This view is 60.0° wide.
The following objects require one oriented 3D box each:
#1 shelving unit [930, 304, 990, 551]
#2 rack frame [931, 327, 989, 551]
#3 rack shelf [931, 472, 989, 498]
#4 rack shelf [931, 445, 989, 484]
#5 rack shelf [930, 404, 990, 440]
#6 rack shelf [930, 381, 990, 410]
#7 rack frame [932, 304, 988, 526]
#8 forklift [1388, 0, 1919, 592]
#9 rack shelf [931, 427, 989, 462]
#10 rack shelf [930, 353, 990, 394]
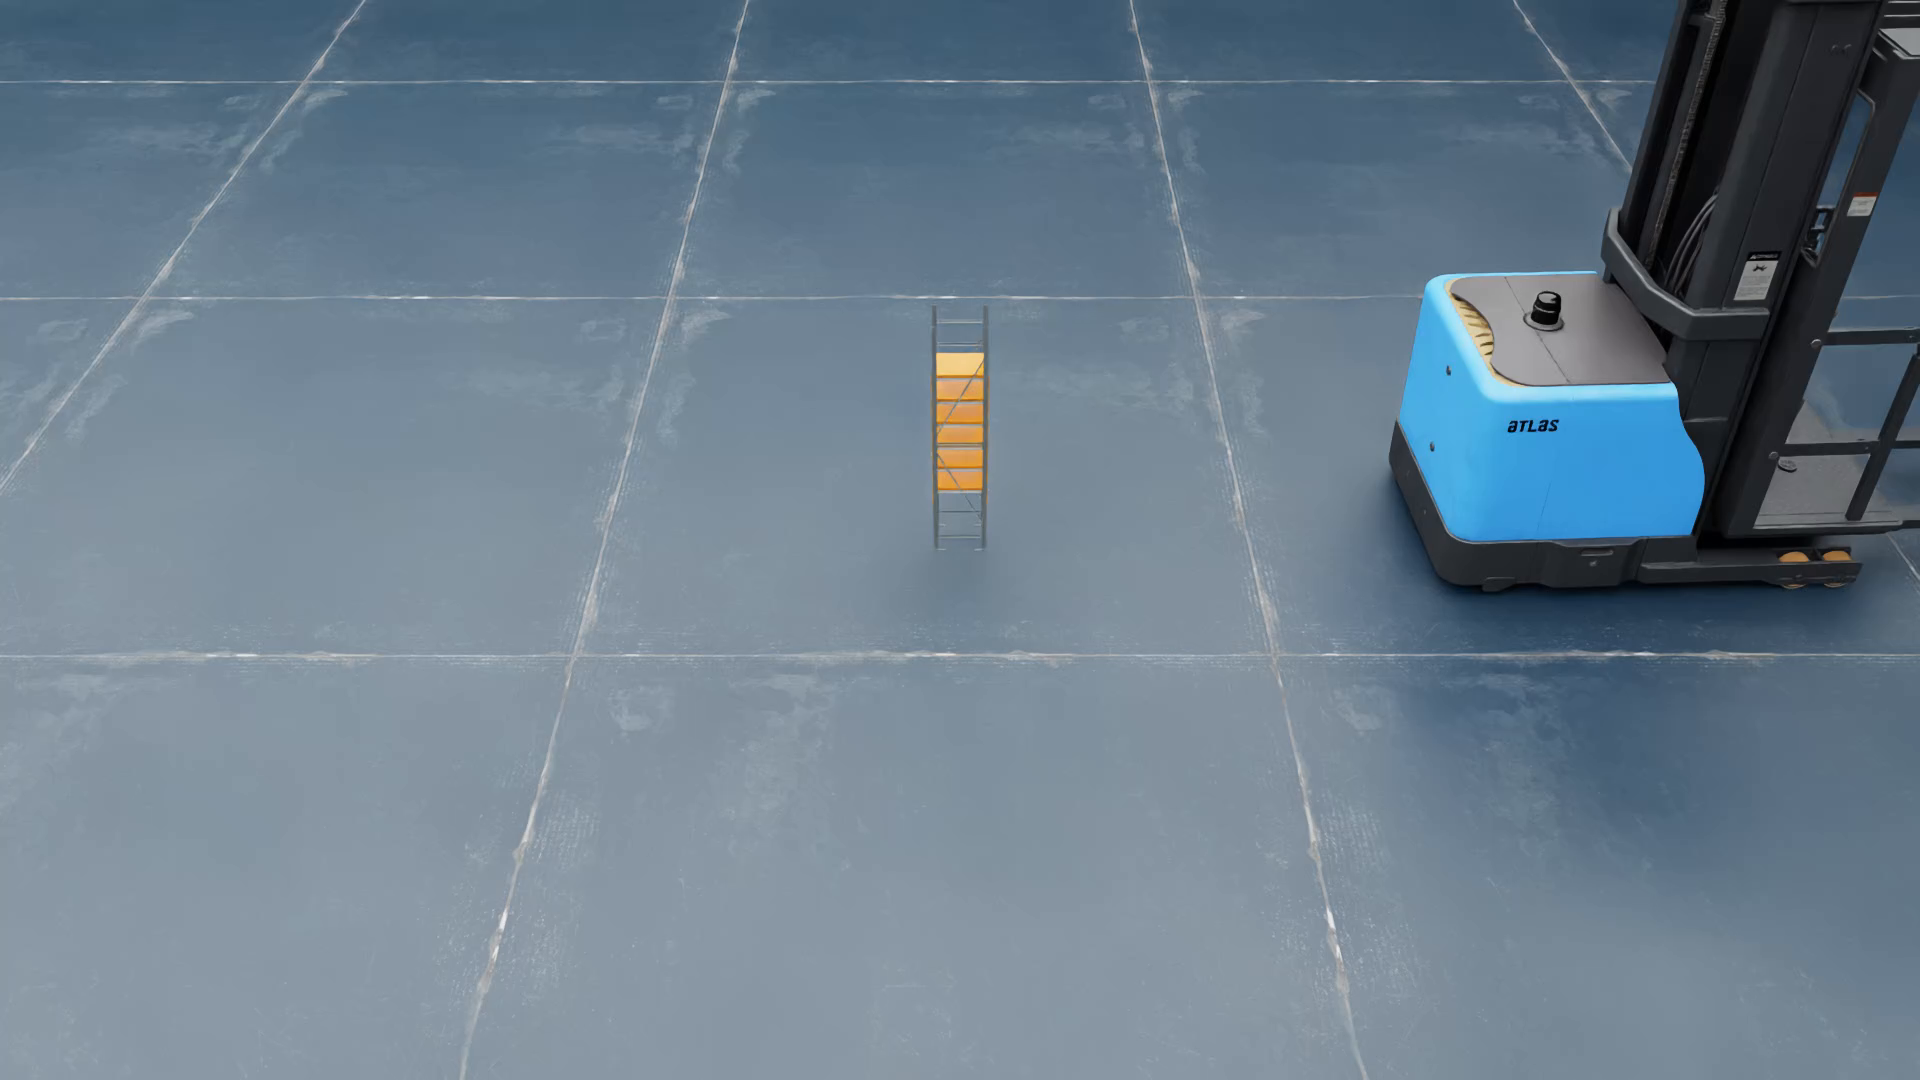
[{"bbox_3d":[0.000,-0.477,7.386,0.258,1.200,0.189,0,39,0],"label":"shelving unit"},{"bbox_3d":[0.000,-0.420,7.315,0.240,1.200,0.006,0,39,0],"label":"rack frame"},{"bbox_3d":[0.000,-0.255,7.564,0.258,0.103,0.180,0,39,0],"label":"rack shelf"},{"bbox_3d":[0.000,-0.349,7.489,0.258,0.103,0.180,0,39,0],"label":"rack shelf"},{"bbox_3d":[0.000,-0.536,7.339,0.258,0.103,0.180,0,39,0],"label":"rack shelf"},{"bbox_3d":[0.000,-0.630,7.264,0.258,0.103,0.180,0,39,0],"label":"rack shelf"},{"bbox_3d":[0.000,-0.534,7.457,0.240,1.200,0.006,0,39,0],"label":"rack frame"},{"bbox_3d":[3.626,-1.257,6.975,3.031,2.935,1.130,-2,39,-2],"label":"forklift"},{"bbox_3d":[0.000,-0.443,7.414,0.258,0.103,0.180,0,39,0],"label":"rack shelf"},{"bbox_3d":[0.000,-0.724,7.189,0.258,0.103,0.180,0,39,0],"label":"rack shelf"}]
